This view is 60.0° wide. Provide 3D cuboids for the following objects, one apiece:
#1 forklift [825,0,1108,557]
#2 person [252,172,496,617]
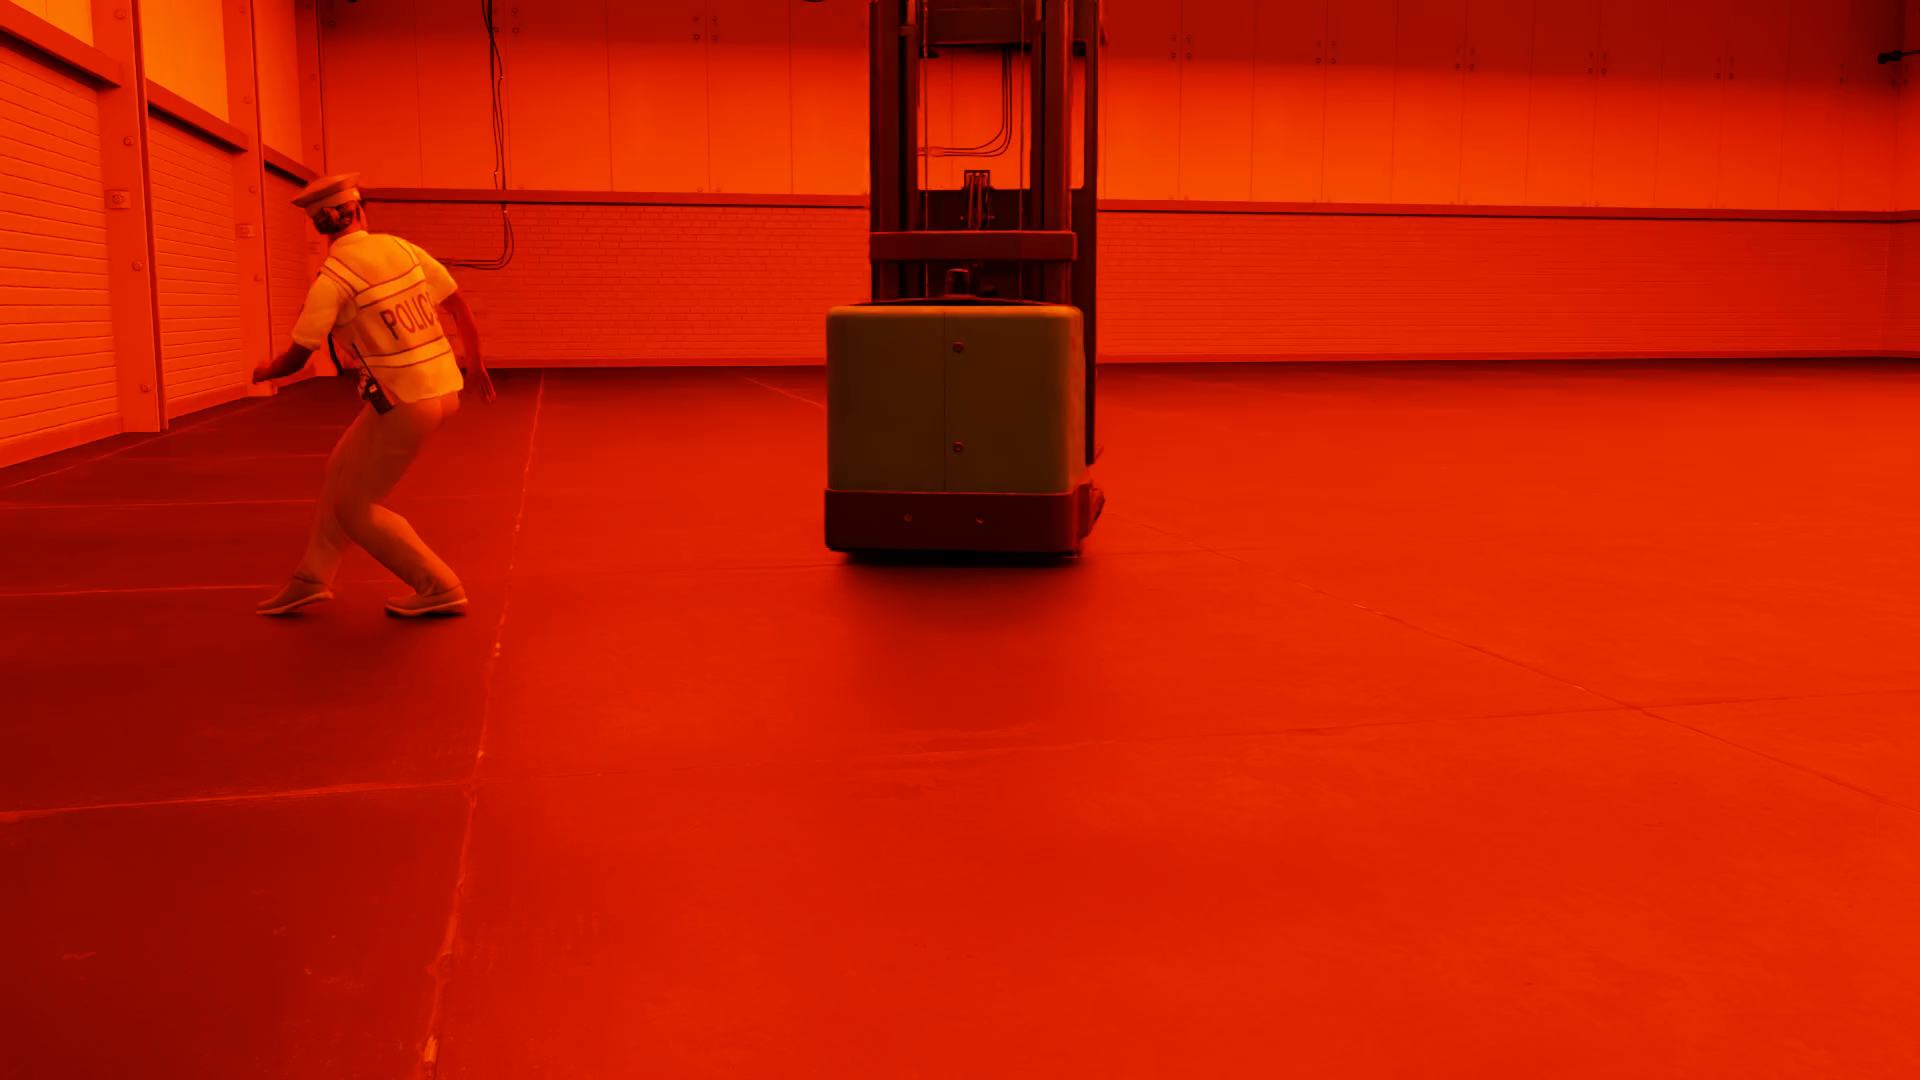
[{"bbox_3d":[0.149,-1.545,8.174,1.130,2.935,3.031,1,8,8],"label":"forklift"},{"bbox_3d":[-2.096,-0.509,5.870,0.763,1.534,0.693,1,8,9],"label":"person"}]
